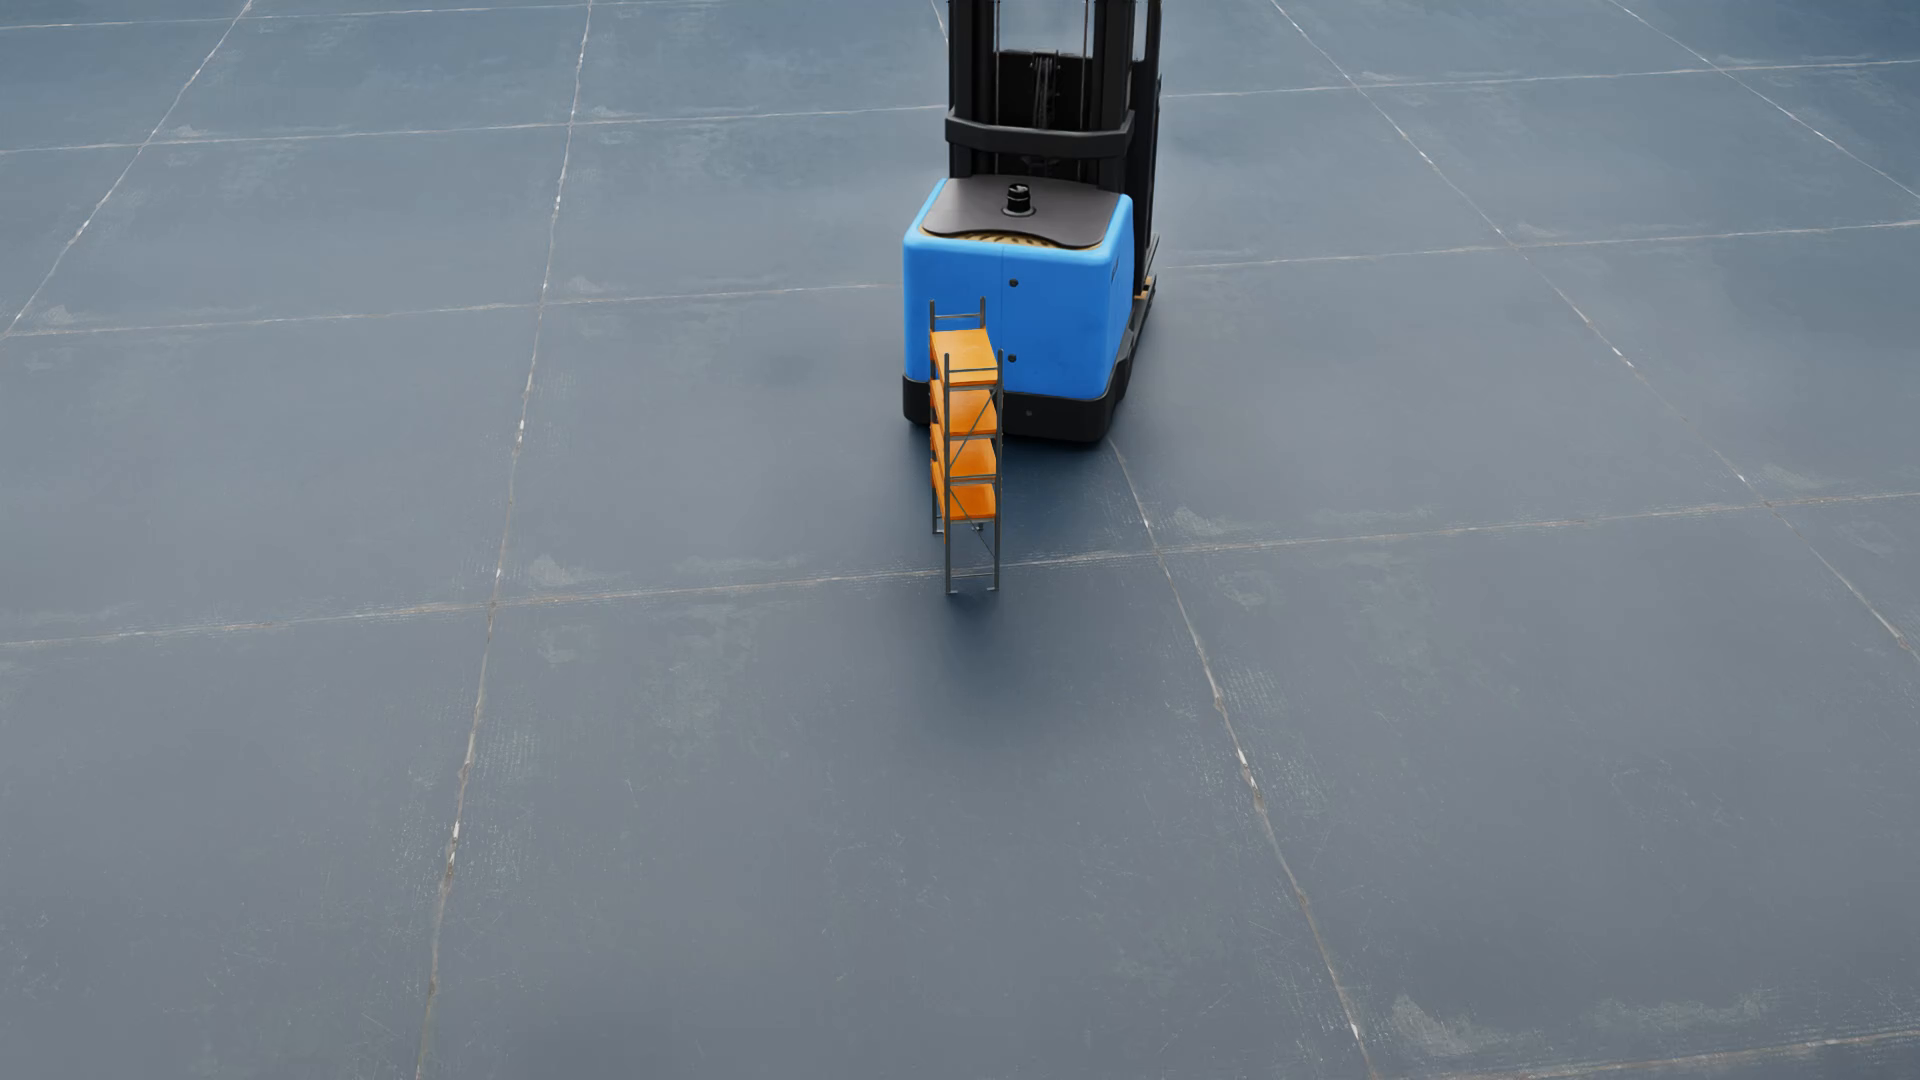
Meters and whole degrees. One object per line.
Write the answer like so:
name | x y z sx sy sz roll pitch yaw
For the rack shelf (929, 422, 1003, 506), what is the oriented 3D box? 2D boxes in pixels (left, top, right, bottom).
rack shelf | 0.022 -0.348 7.314 0.258 0.148 0.480 -4 35 -6

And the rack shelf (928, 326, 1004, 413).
rack shelf | 0.022 -0.728 7.055 0.258 0.148 0.480 -4 35 -6

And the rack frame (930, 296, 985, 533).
rack frame | -0.011 -0.540 7.476 0.240 1.200 0.015 -4 35 -6

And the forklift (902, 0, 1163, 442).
forklift | 0.537 -2.527 8.855 1.130 2.935 3.031 7 35 11

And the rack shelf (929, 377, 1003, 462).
rack shelf | 0.022 -0.533 7.188 0.258 0.148 0.480 -4 35 -6

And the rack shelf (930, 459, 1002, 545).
rack shelf | 0.022 -0.184 7.426 0.258 0.148 0.480 -4 35 -6

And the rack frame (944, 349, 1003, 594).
rack frame | 0.055 -0.267 7.077 0.240 1.200 0.015 -4 35 -6

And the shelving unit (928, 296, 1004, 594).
shelving unit | 0.022 -0.403 7.277 0.258 1.200 0.503 -4 35 -6
